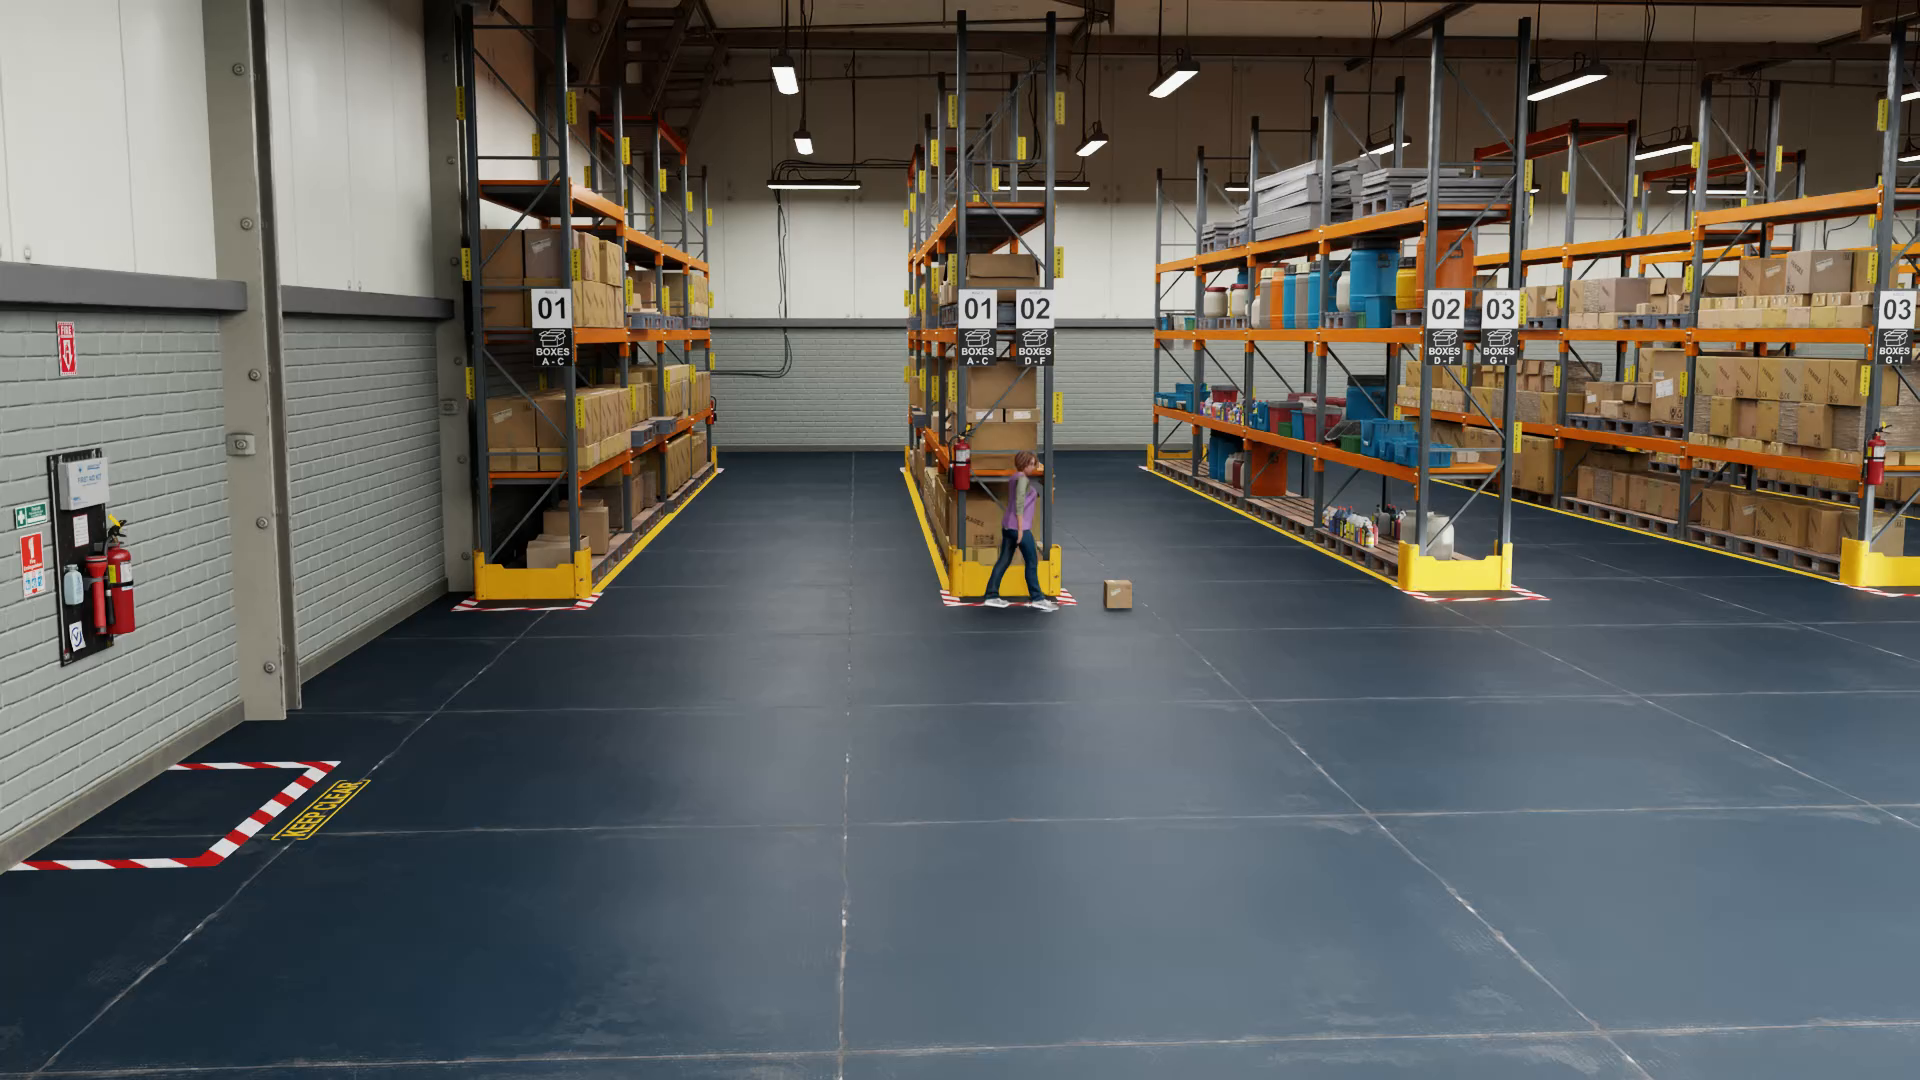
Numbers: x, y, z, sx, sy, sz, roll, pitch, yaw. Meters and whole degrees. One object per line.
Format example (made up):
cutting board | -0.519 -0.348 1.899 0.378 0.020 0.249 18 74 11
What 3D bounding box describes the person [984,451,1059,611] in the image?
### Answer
person | 0.584 -0.093 16.523 0.732 1.589 0.427 -2 7 -17
